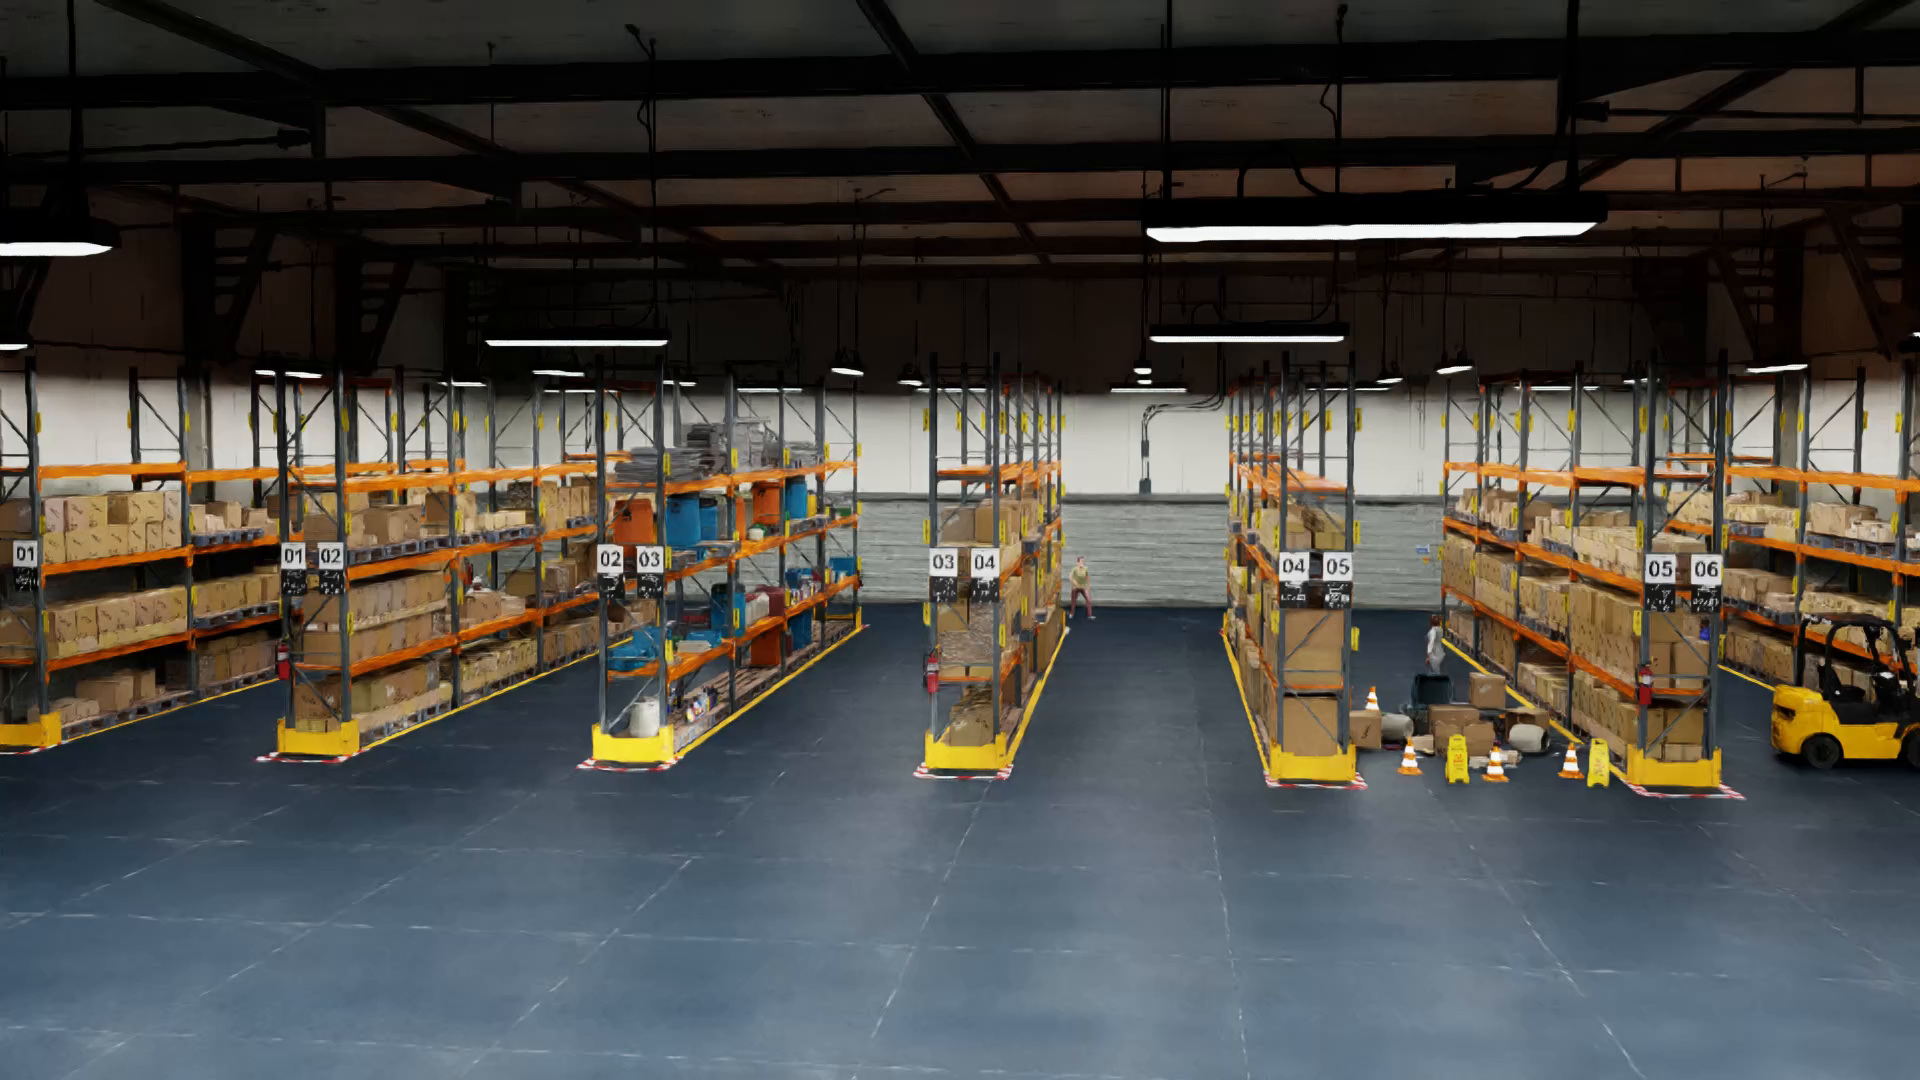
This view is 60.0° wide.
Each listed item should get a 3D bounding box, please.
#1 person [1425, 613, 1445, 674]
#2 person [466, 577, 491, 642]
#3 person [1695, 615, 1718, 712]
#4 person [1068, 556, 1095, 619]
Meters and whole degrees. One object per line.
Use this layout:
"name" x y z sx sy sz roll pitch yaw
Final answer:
"person" 8.449 2.102 29.619 0.511 1.596 0.494 3 5 35
"person" -10.316 1.631 35.683 0.719 1.714 0.578 0 4 5
"person" 12.895 2.125 28.820 0.551 1.653 0.573 3 5 36
"person" 3.058 1.198 42.315 0.620 1.601 0.817 -1 4 -10
